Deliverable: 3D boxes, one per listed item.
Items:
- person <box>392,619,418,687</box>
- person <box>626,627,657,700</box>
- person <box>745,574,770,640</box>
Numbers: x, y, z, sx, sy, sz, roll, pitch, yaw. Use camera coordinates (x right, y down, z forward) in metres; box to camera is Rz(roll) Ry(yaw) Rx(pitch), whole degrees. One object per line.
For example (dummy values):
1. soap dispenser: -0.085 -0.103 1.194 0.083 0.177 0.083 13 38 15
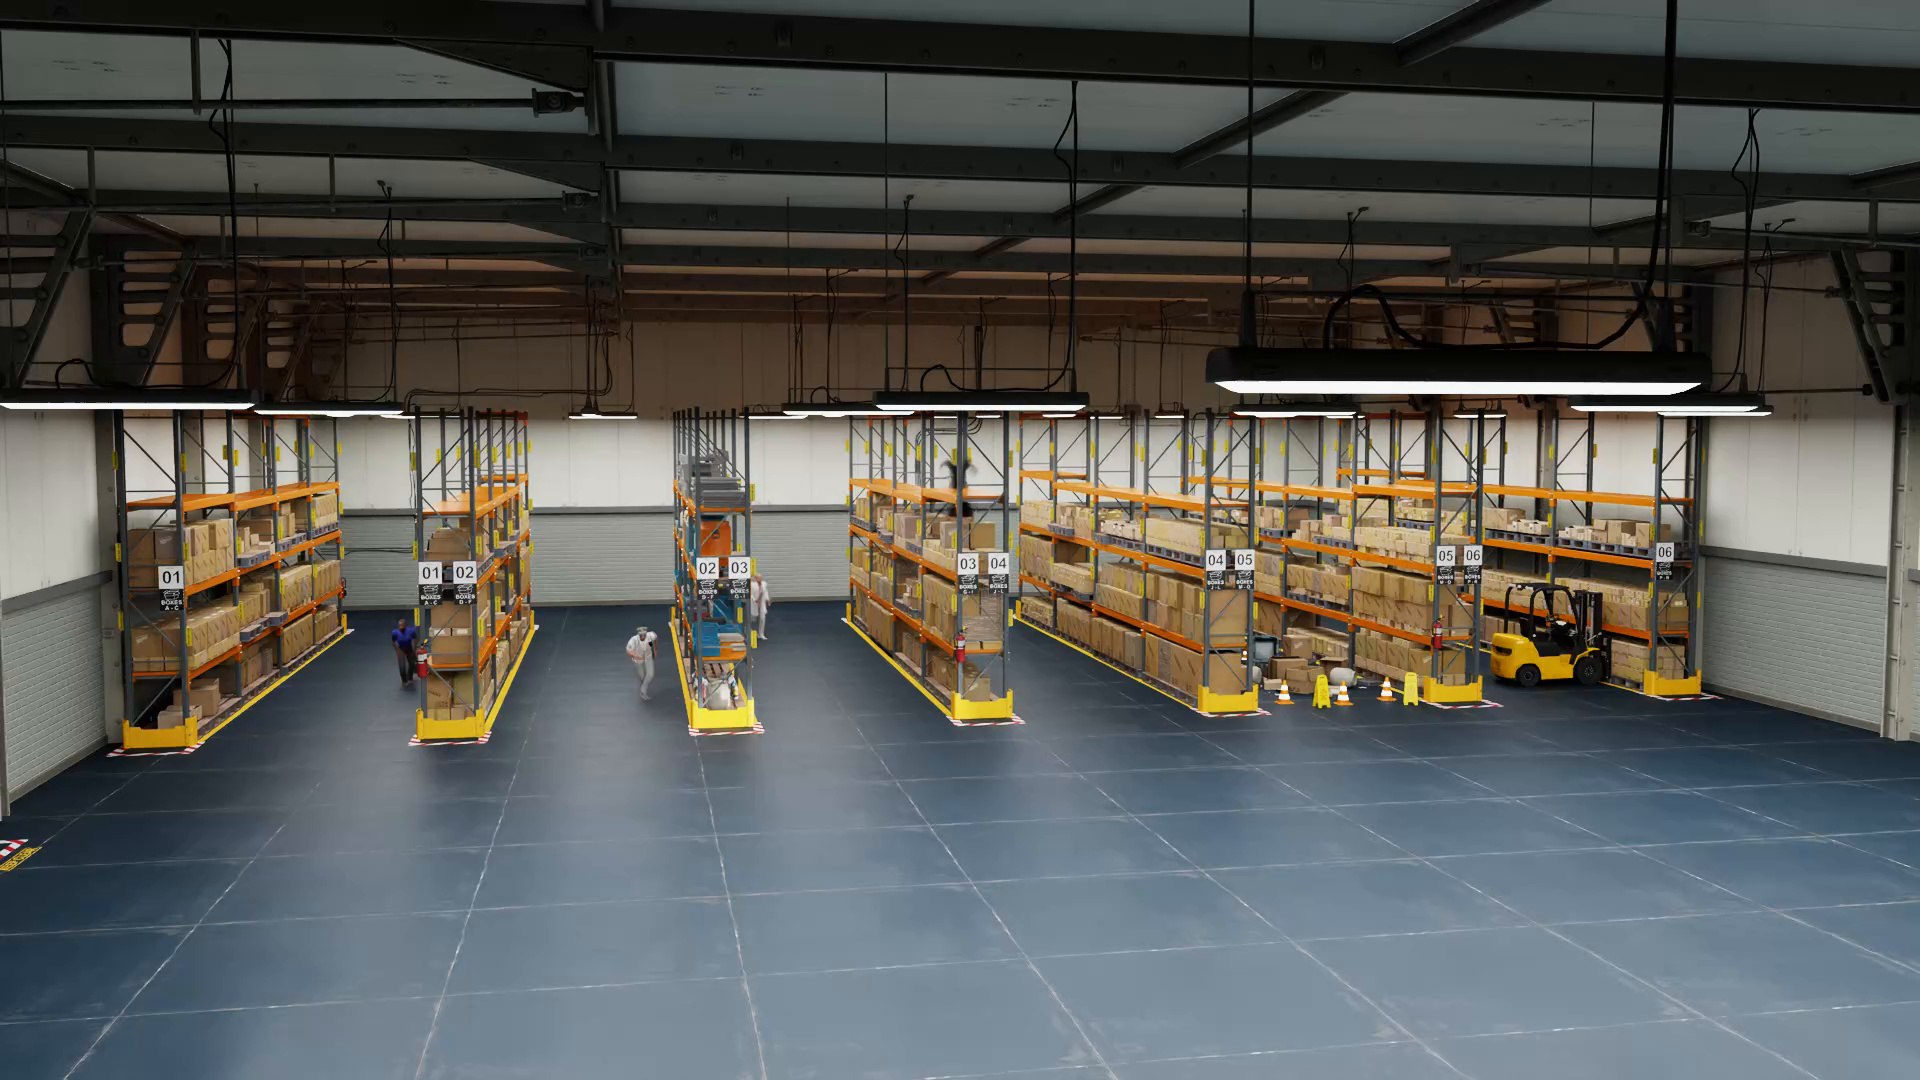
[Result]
1. person: -11.990 2.414 35.963 0.604 1.506 0.828 -2 5 -29
2. person: -6.617 2.522 34.560 0.651 1.546 1.157 -1 4 -15
3. person: -5.385 1.738 43.874 0.709 1.743 0.949 -3 5 -32
